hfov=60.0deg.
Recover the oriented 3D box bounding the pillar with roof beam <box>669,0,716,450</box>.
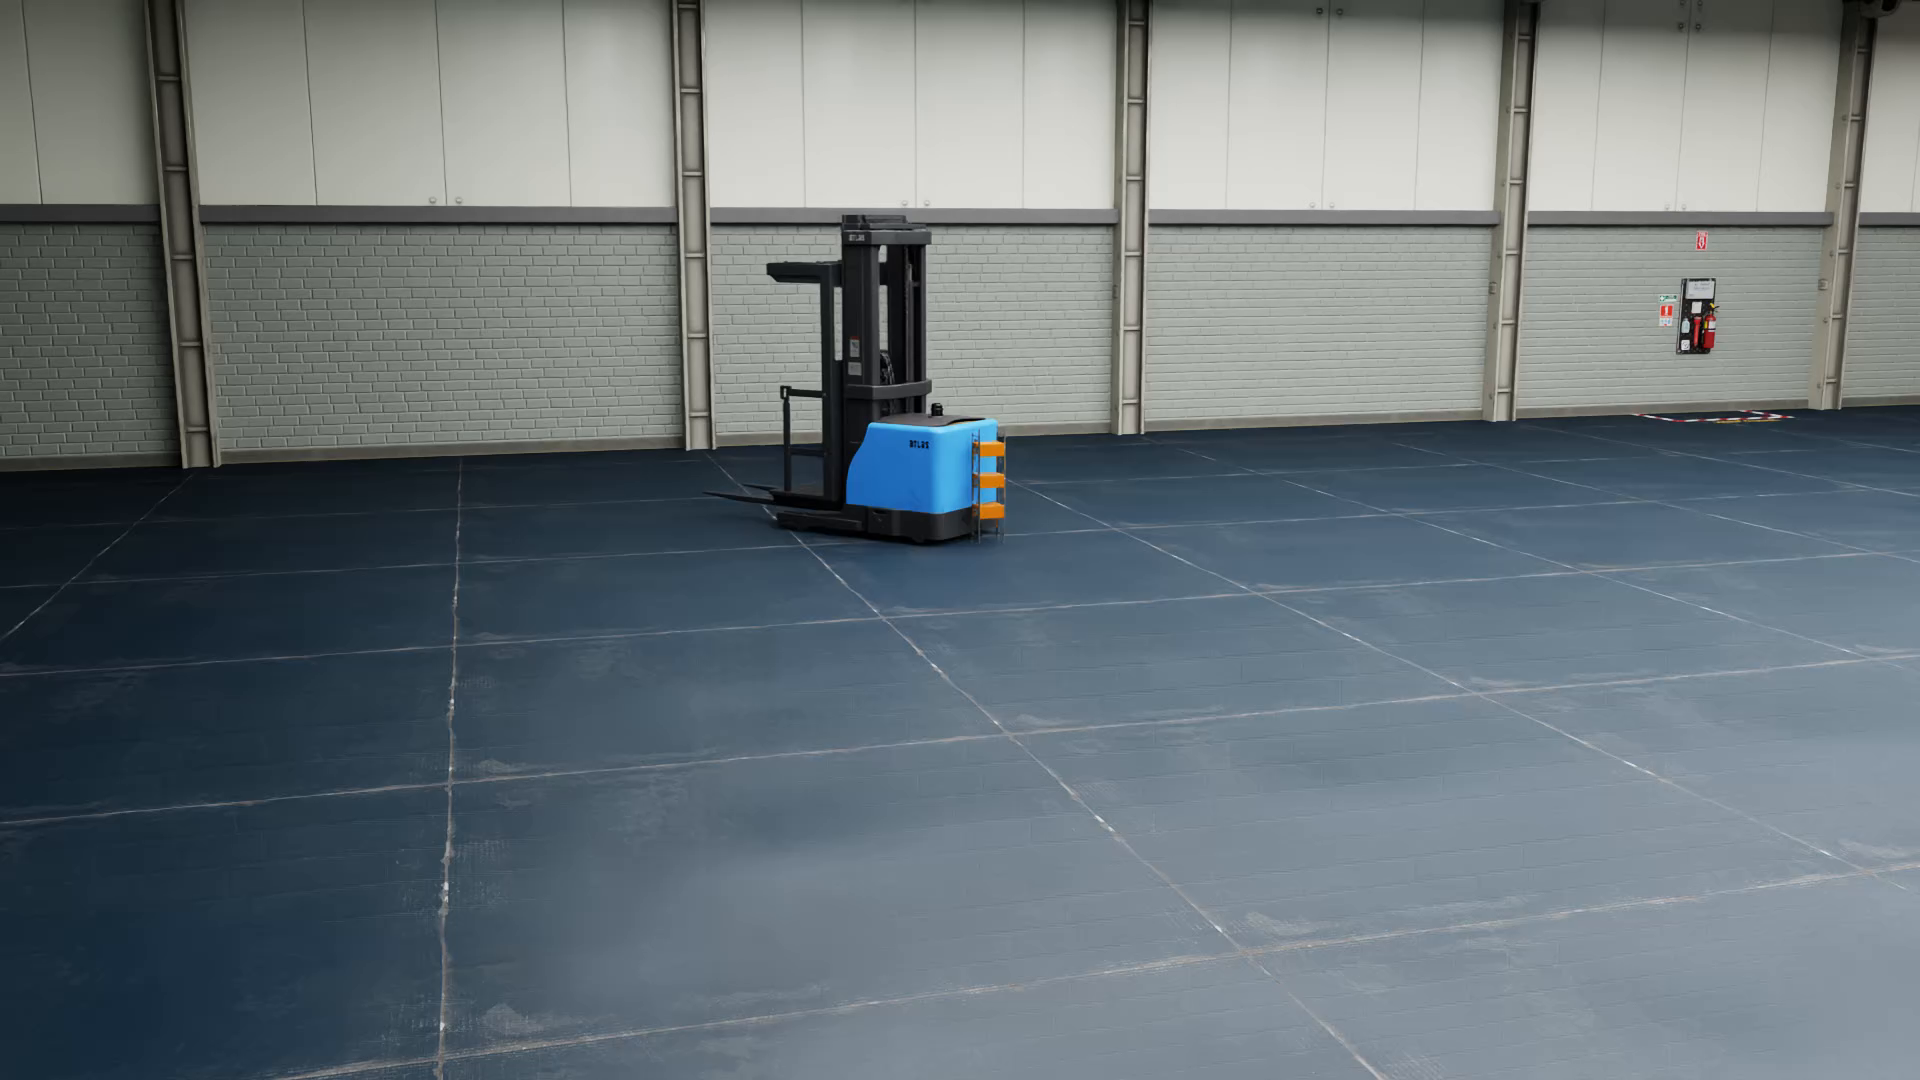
[{"bbox_3d":[-2.205,-4.876,16.884,0.400,9.000,9.100,-3,11,-16],"label":"pillar with roof beam"}]

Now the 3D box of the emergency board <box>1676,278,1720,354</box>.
[{"bbox_3d":[11.491,-3.467,25.797,0.643,1.169,0.194,-3,11,-16],"label":"emergency board"}]

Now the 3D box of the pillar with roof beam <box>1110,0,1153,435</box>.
[{"bbox_3d":[3.556,-5.180,18.534,0.400,9.000,9.100,-3,11,-16],"label":"pillar with roof beam"}]

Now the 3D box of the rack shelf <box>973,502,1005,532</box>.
[{"bbox_3d":[0.255,-0.212,15.097,0.240,0.259,0.215,-4,11,-20],"label":"rack shelf"}]

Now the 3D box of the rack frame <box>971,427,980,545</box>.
[{"bbox_3d":[0.141,-0.489,15.004,0.008,1.050,0.200,-4,11,-20],"label":"rack frame"}]

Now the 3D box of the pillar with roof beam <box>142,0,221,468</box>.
[{"bbox_3d":[-7.965,-4.573,15.235,0.400,9.000,9.100,-3,11,-16],"label":"pillar with roof beam"}]

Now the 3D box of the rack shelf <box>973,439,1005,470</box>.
[{"bbox_3d":[0.255,-0.765,14.996,0.240,0.259,0.215,-4,11,-20],"label":"rack shelf"}]

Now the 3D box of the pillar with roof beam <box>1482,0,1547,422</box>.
[{"bbox_3d":[9.317,-5.484,20.183,0.548,9.000,9.100,-3,11,-16],"label":"pillar with roof beam"}]

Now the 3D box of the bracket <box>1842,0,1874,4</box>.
[{"bbox_3d":[13.576,-8.223,25.122,0.430,0.232,0.235,-3,11,-16],"label":"bracket"}]

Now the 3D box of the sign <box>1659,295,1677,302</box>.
[{"bbox_3d":[10.939,-3.734,25.684,0.331,0.109,0.001,-3,11,-16],"label":"sign"}]

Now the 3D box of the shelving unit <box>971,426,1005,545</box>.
[{"bbox_3d":[0.255,-0.496,15.045,0.252,1.050,0.215,-4,11,-20],"label":"shelving unit"}]

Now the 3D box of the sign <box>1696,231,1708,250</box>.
[{"bbox_3d":[11.456,-4.624,25.679,0.199,0.298,0.001,-3,11,-16],"label":"sign"}]

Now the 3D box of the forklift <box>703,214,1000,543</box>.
[{"bbox_3d":[-1.132,-1.595,15.818,3.031,2.935,1.130,7,13,34],"label":"forklift"}]

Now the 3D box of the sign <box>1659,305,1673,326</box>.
[{"bbox_3d":[10.932,-3.474,25.739,0.234,0.329,0.001,-3,11,-16],"label":"sign"}]

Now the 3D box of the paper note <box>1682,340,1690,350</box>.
[{"bbox_3d":[11.302,-3.037,25.894,0.142,0.148,0.016,-3,11,-16],"label":"paper note"}]

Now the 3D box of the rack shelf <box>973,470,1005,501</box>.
[{"bbox_3d":[0.255,-0.486,15.047,0.240,0.259,0.215,-4,11,-20],"label":"rack shelf"}]

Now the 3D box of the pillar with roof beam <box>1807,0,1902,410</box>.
[{"bbox_3d":[15.078,-5.787,21.832,0.548,9.000,9.100,-3,11,-16],"label":"pillar with roof beam"}]

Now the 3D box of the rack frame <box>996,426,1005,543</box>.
[{"bbox_3d":[0.370,-0.504,15.086,0.008,1.050,0.200,-4,11,-20],"label":"rack frame"}]
